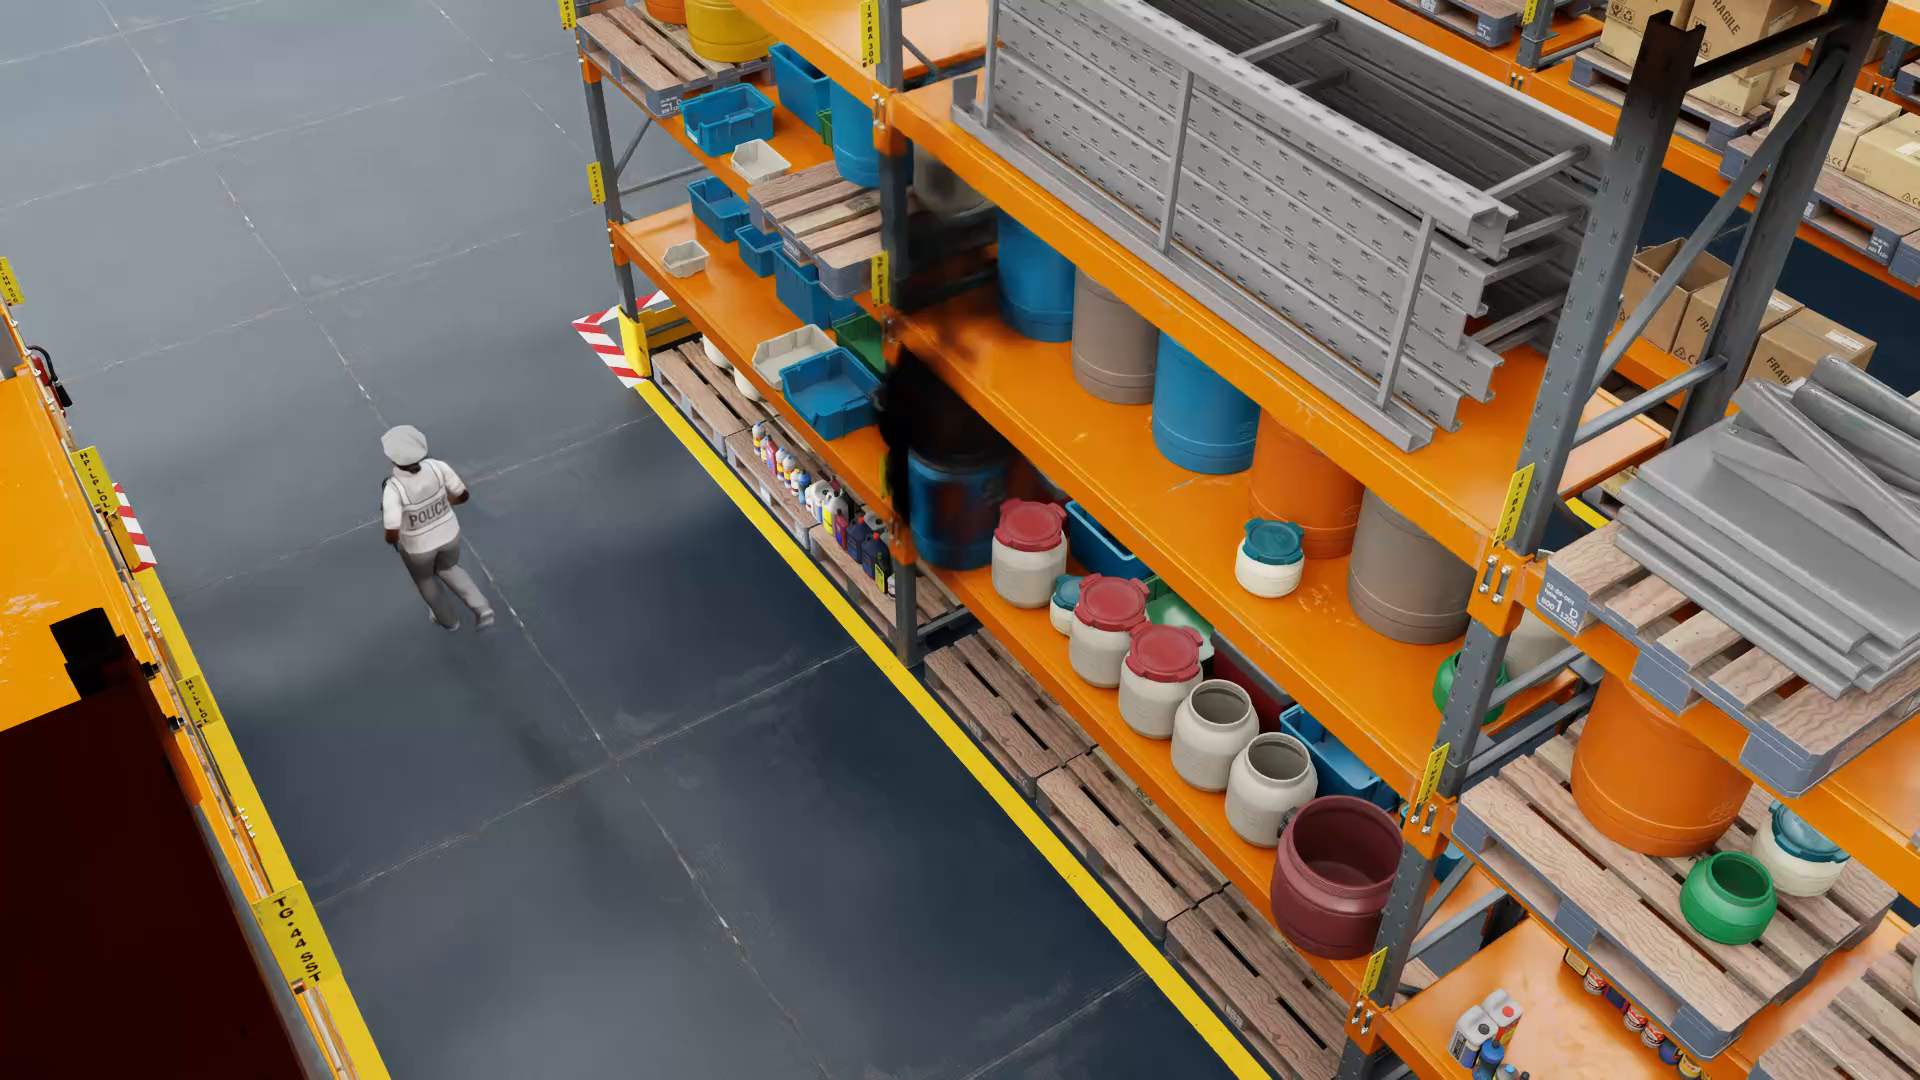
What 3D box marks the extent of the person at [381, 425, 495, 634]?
[{"bbox_3d":[-3.205,0.013,10.101,0.582,1.681,0.672,-33,52,-31],"label":"person"}]
